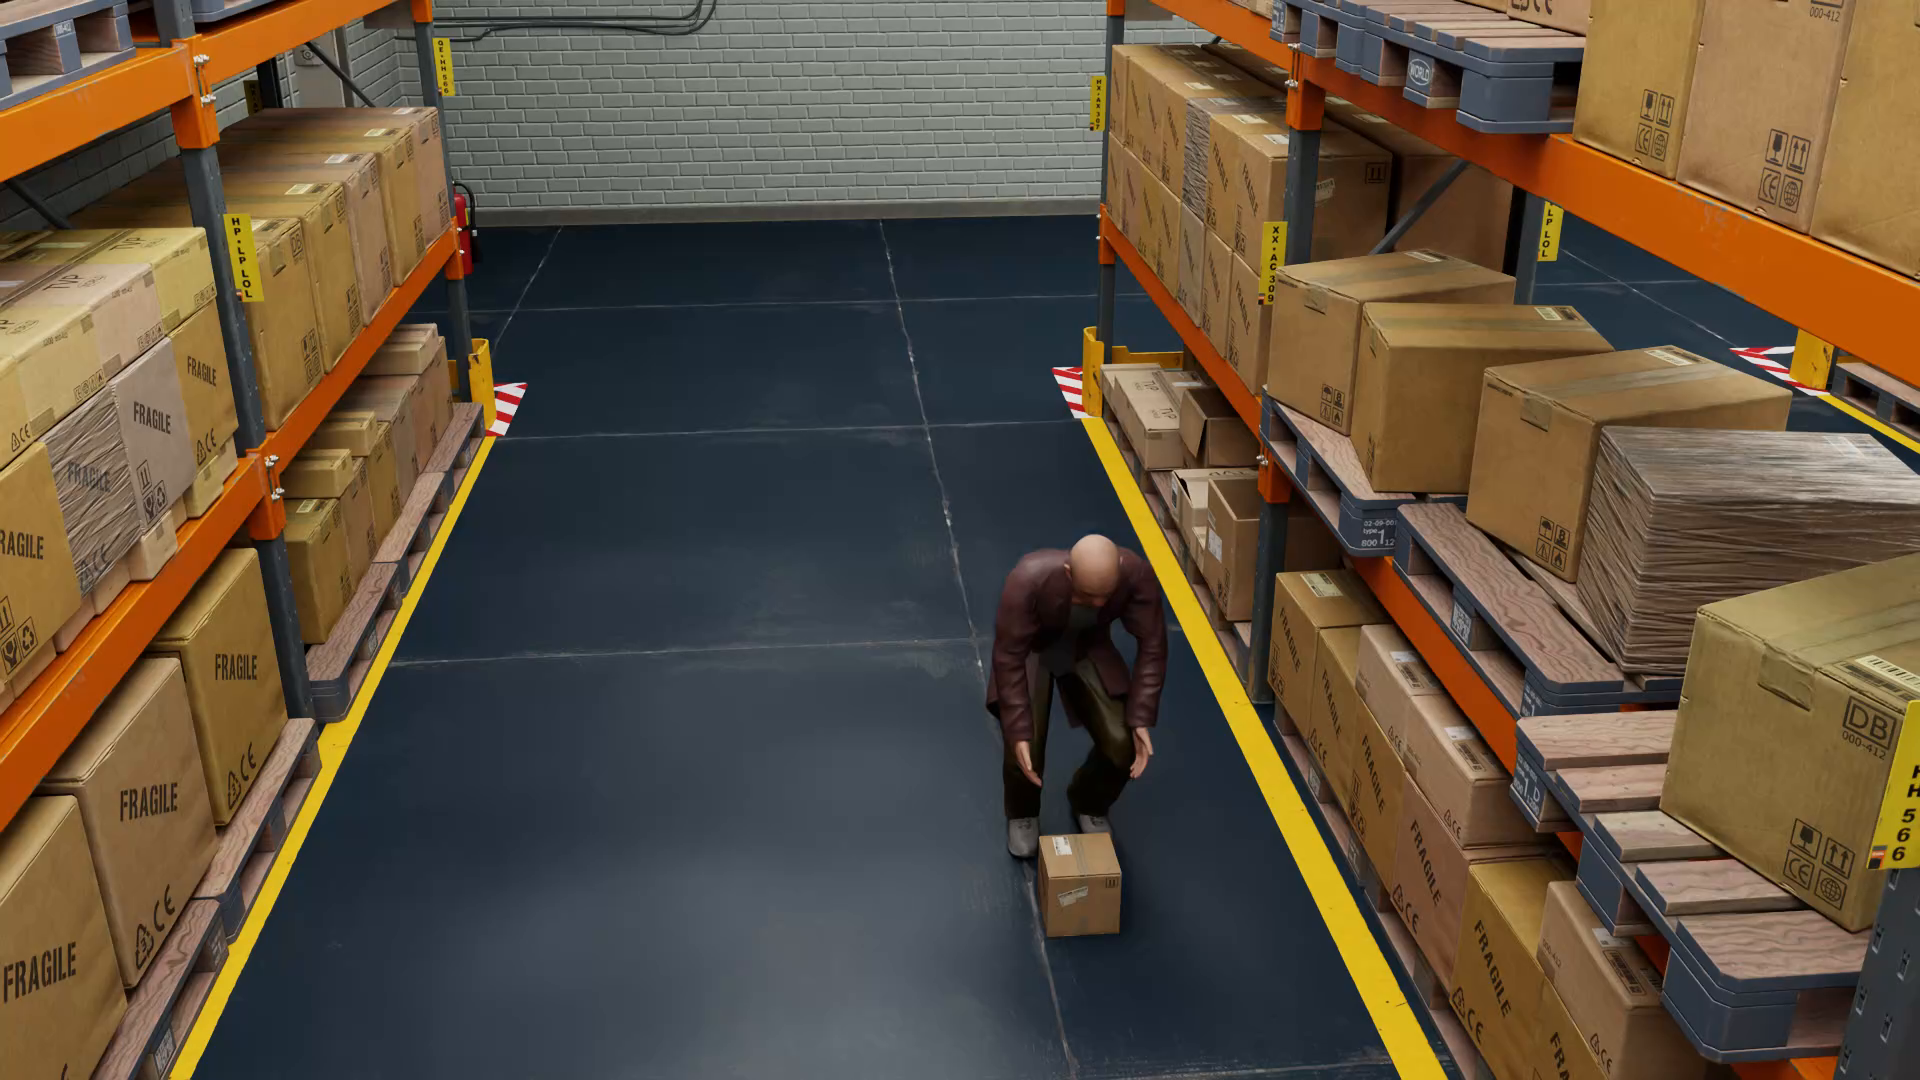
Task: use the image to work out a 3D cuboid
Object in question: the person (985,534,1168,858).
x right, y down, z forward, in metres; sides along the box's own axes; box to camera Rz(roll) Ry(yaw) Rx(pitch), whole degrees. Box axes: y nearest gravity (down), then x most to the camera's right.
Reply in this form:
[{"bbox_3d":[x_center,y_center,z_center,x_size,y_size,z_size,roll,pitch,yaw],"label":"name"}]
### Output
[{"bbox_3d":[0.406,0.505,5.977,0.632,1.363,0.752,-2,23,-5],"label":"person"}]
